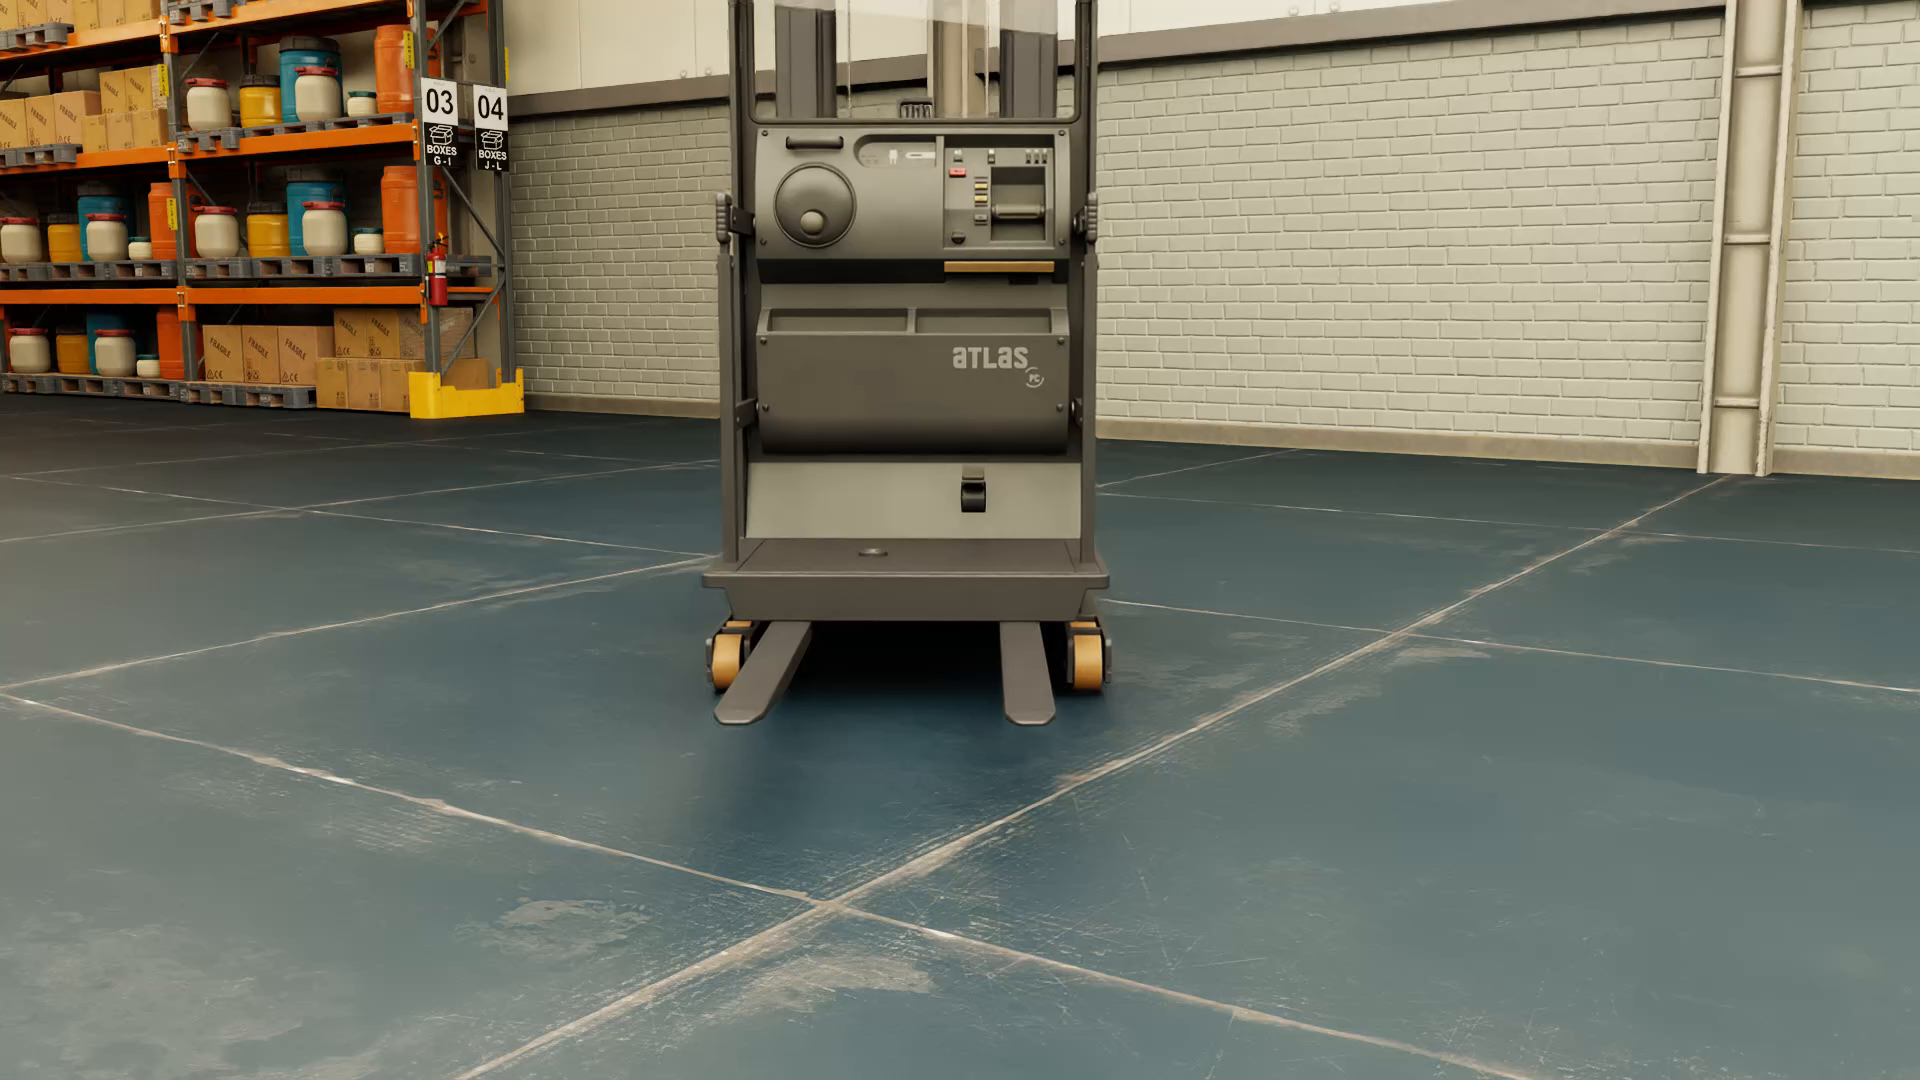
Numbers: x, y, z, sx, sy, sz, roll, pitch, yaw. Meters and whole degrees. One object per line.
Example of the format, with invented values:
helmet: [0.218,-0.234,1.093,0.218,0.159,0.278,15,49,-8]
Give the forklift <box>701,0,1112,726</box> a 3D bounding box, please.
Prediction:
forklift: [-0.140,-1.070,4.720,1.130,2.935,3.031,0,8,1]
